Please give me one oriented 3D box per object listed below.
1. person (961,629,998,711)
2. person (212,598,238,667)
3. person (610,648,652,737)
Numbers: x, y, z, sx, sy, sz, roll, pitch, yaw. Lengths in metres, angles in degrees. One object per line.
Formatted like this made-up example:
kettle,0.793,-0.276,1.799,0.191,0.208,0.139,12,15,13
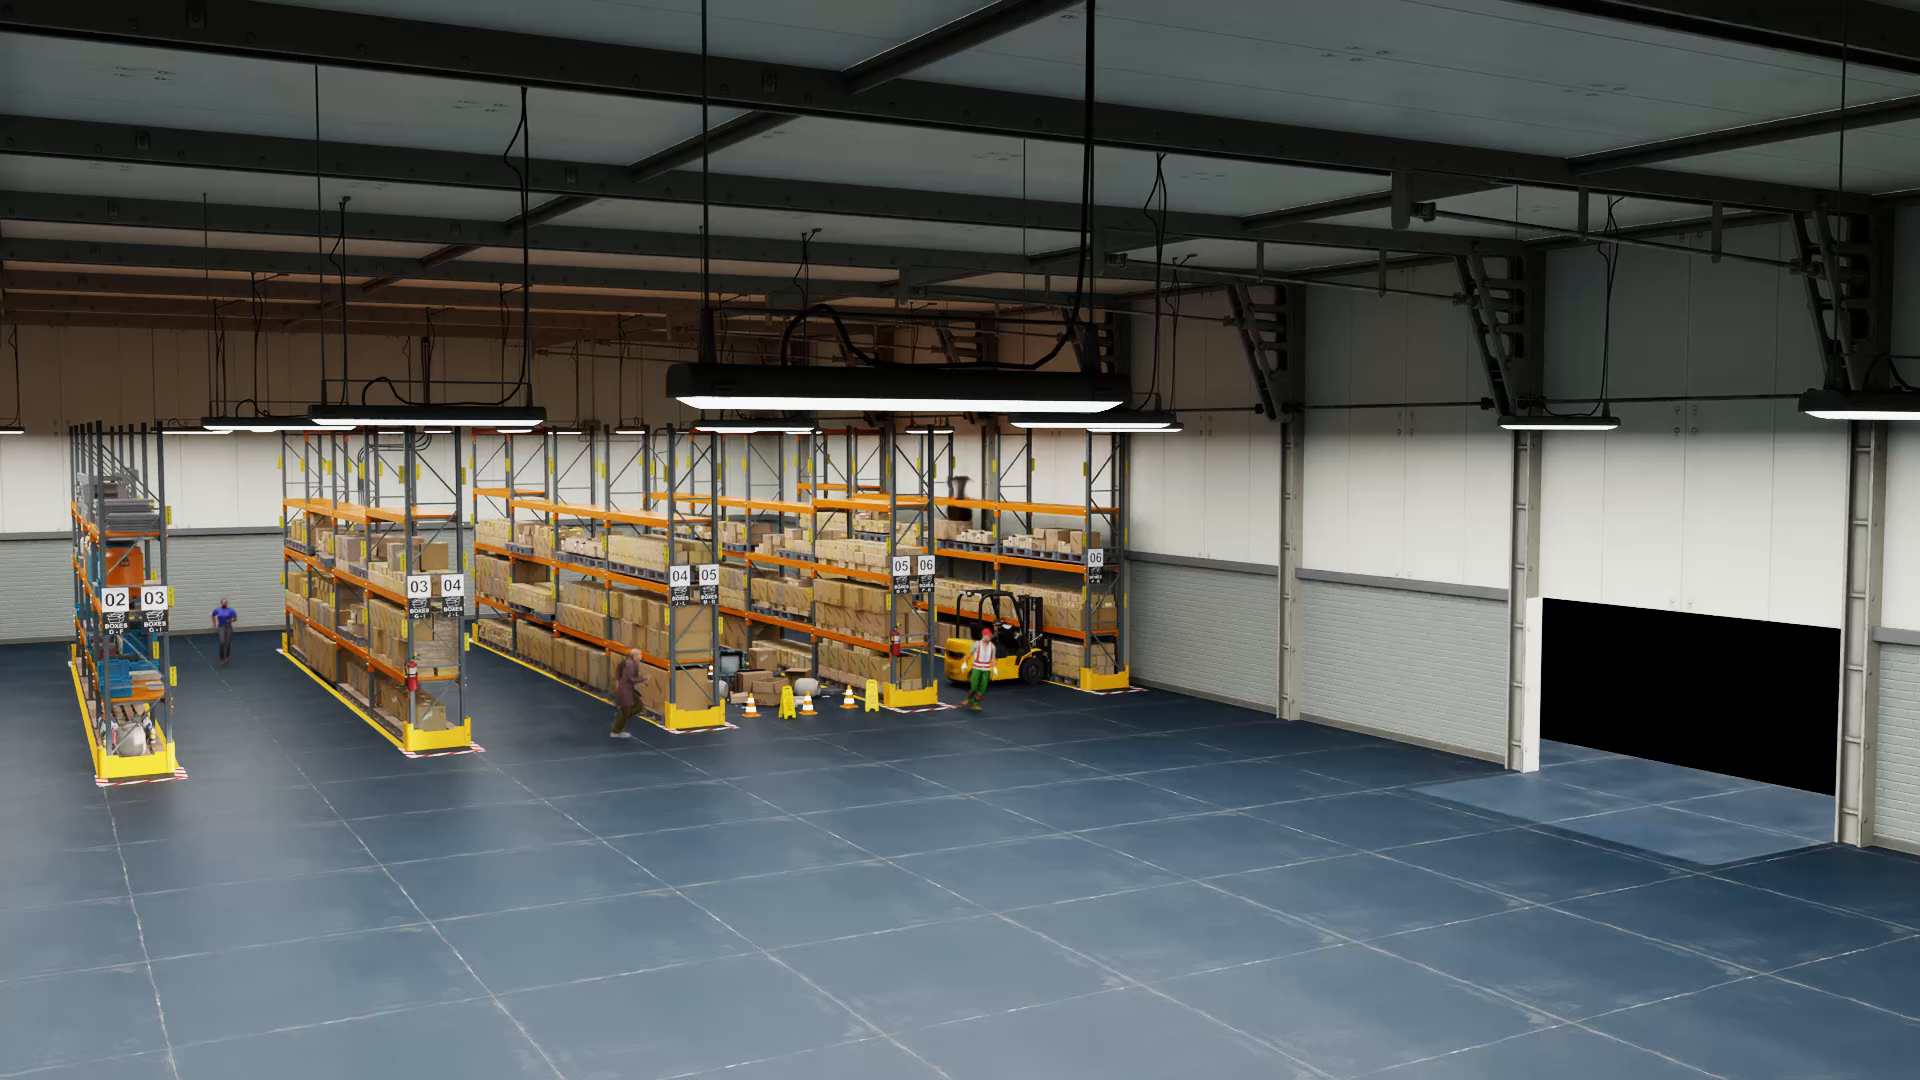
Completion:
person,0.409,2.707,34.818,0.707,1.733,0.613,-1,4,-20
person,-18.511,2.299,41.895,0.583,1.702,0.733,-2,4,-27
person,-6.272,2.907,31.693,0.807,1.702,0.669,0,4,-1
